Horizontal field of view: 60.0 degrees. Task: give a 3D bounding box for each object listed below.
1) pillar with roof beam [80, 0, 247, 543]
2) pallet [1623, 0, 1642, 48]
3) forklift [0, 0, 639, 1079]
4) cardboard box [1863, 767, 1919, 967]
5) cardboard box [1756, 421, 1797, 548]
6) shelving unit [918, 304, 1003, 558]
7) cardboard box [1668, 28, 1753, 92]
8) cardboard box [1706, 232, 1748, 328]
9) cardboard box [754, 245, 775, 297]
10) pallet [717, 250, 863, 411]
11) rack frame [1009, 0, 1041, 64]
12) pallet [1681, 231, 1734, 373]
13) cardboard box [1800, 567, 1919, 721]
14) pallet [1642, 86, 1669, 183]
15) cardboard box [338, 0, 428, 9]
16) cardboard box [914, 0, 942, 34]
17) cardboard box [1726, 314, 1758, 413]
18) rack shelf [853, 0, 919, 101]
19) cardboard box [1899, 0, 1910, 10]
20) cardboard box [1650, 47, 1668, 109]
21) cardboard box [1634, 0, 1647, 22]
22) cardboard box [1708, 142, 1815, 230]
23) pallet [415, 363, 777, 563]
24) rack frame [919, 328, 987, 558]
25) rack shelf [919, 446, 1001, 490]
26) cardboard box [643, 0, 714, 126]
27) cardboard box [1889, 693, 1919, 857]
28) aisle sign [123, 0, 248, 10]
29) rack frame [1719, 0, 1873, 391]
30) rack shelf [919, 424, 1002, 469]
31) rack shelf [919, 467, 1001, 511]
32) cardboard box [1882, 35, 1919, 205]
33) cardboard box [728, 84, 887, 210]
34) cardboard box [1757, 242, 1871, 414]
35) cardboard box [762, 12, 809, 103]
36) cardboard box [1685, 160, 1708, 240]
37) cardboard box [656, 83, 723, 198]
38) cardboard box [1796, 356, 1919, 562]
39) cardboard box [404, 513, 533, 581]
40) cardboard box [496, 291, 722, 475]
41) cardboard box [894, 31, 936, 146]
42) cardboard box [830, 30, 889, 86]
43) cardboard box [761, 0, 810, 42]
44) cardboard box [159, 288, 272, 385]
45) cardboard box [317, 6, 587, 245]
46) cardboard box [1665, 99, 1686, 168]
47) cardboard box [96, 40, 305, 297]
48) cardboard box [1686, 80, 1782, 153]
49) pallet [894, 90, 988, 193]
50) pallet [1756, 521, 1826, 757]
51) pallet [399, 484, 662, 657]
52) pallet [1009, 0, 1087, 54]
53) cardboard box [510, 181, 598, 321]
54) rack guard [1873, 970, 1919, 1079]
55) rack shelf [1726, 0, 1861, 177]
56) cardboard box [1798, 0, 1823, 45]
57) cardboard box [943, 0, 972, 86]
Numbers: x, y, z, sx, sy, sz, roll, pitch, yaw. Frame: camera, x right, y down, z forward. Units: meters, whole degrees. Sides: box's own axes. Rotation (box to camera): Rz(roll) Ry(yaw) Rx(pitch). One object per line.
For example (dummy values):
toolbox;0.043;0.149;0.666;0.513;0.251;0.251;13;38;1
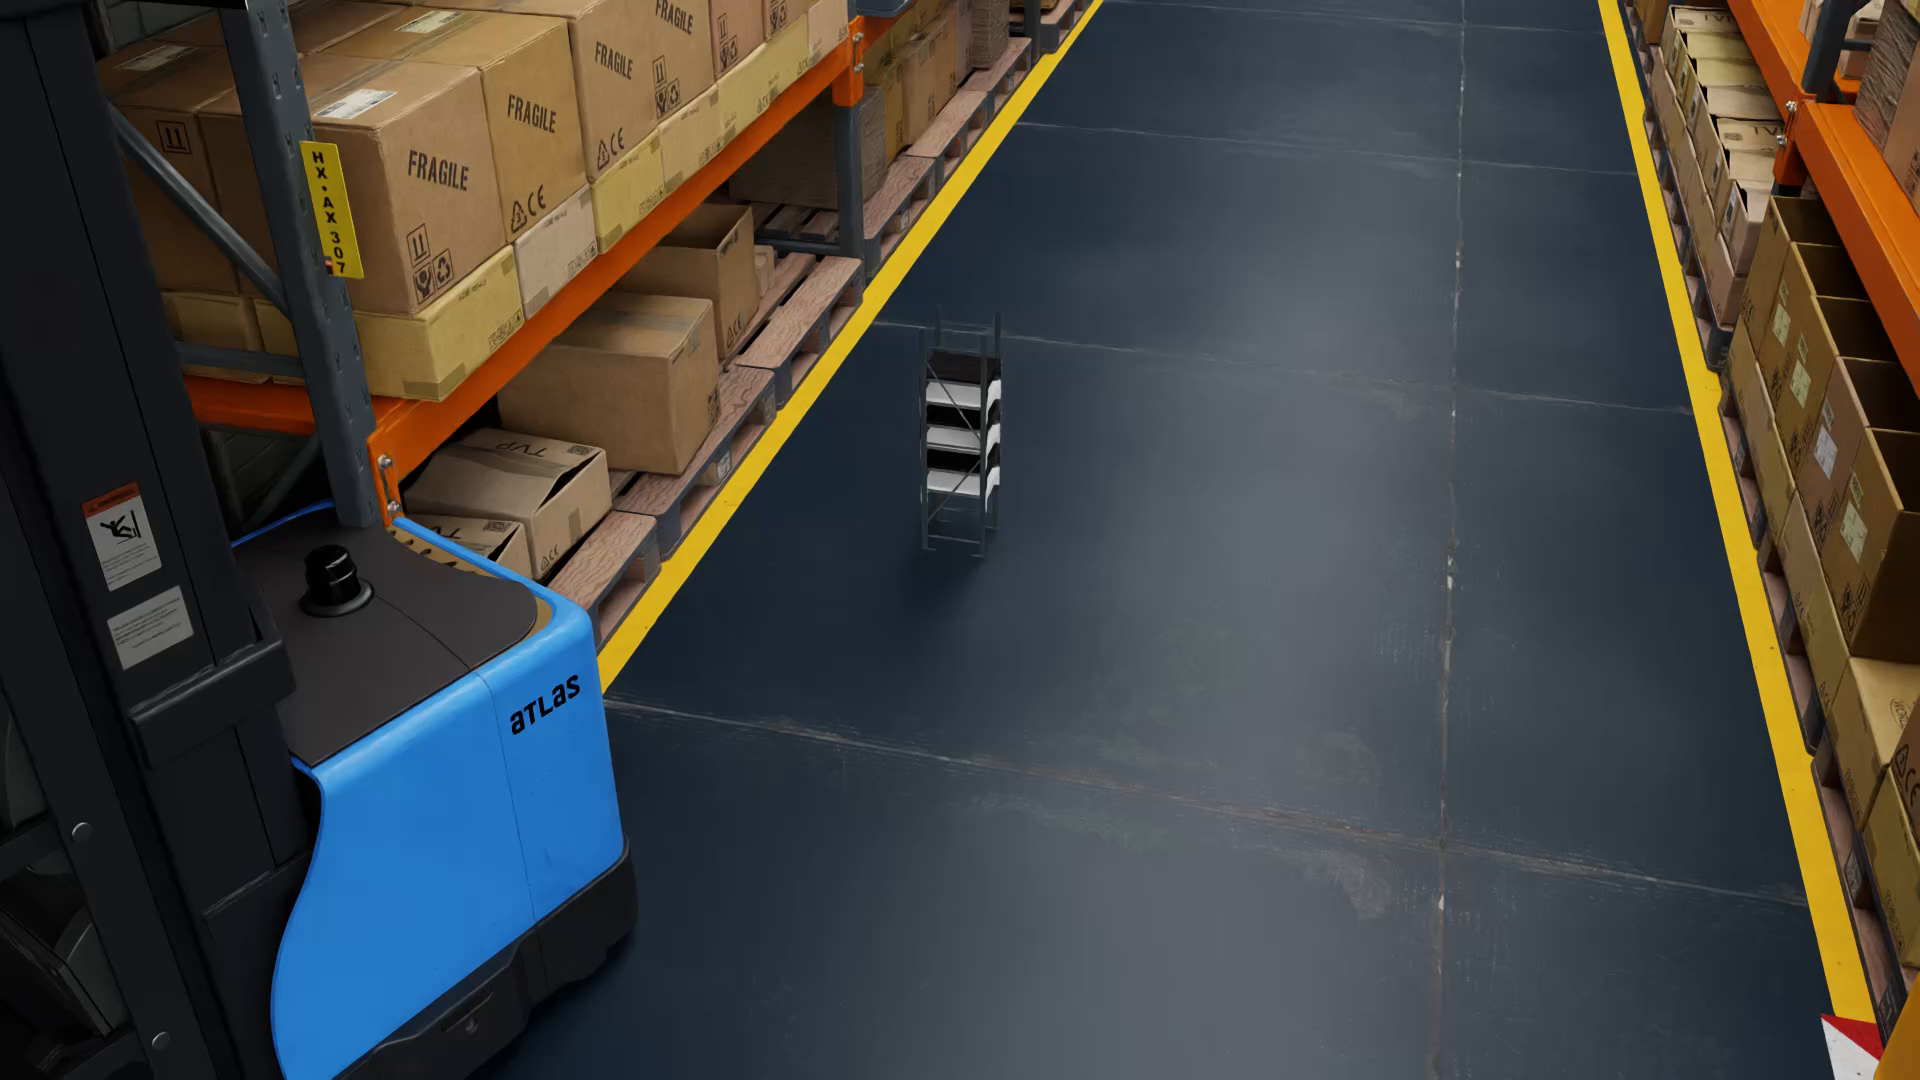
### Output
pillar with roof beam;1.526;-2.895;2.417;9.100;9.000;0.400;8;33;12
pallet;5.382;-3.784;12.006;1.003;0.211;1.213;8;33;12
forklift;-2.155;0.314;3.024;1.130;2.935;3.031;22;38;30
cardboard box;2.664;0.868;4.260;0.500;0.250;0.500;8;33;12
cardboard box;3.154;-0.172;5.896;0.500;0.250;0.500;8;33;12
shelving unit;0.002;-0.384;6.015;0.258;0.900;0.210;8;33;12
cardboard box;4.302;-2.696;9.343;0.500;0.311;0.500;7;33;11
cardboard box;3.654;-1.143;7.424;0.500;0.250;0.500;8;33;12
cardboard box;-1.070;-1.253;7.655;0.380;0.166;0.250;4;33;6
pallet;-1.100;-1.014;7.649;1.003;0.211;1.213;8;33;12
rack frame;0.052;-4.620;10.722;1.000;3.000;0.127;8;33;12
pallet;3.978;-1.083;7.757;1.003;0.211;1.213;8;33;12
cardboard box;2.905;0.348;5.079;0.500;0.250;0.500;8;33;12
pallet;4.597;-2.349;9.748;1.003;0.211;1.213;8;33;12
cardboard box;-1.800;-1.533;5.287;0.500;0.500;0.500;7;33;11
cardboard box;-0.412;-3.132;9.601;0.500;0.250;0.500;8;33;12
cardboard box;3.418;-0.689;6.710;0.500;0.250;0.500;8;33;12
rack shelf;-0.456;-3.279;9.282;1.077;0.370;4.000;8;33;12
cardboard box;3.510;-1.945;5.815;0.380;0.149;0.250;8;33;13
cardboard box;4.427;-2.733;9.924;0.500;0.250;0.500;8;33;12
cardboard box;4.986;-3.864;11.452;0.500;0.500;0.500;7;33;11
cardboard box;3.780;-1.646;7.691;0.500;0.311;0.500;9;34;14
pallet;-1.407;-0.379;6.650;1.003;0.211;1.213;8;33;12
rack frame;-0.024;-0.331;5.932;0.240;0.900;0.006;8;33;12
rack shelf;0.002;-0.280;6.081;0.258;0.077;0.200;8;33;12
cardboard box;-1.175;-1.729;5.596;0.500;0.500;0.500;9;34;14
cardboard box;2.662;0.552;4.059;0.500;0.500;0.500;8;33;12
aisle sign;-1.707;-1.488;3.371;0.394;0.787;0.004;8;33;12
rack frame;3.829;-1.872;6.399;1.000;3.000;0.127;8;33;12
rack shelf;0.002;-0.356;6.033;0.258;0.077;0.200;8;33;12
rack shelf;0.002;-0.204;6.130;0.258;0.077;0.200;8;33;12
cardboard box;3.595;-1.408;5.576;0.700;0.500;0.500;8;33;12
cardboard box;-0.793;-2.059;8.614;0.700;0.500;0.500;9;34;14
cardboard box;3.289;-0.747;6.101;0.500;0.500;0.500;8;33;12
cardboard box;-0.925;-1.945;6.635;0.500;0.250;0.500;8;33;13
cardboard box;3.913;-1.671;8.254;0.500;0.250;0.500;9;33;13
cardboard box;-1.164;-1.421;5.810;0.500;0.250;0.500;8;33;13
cardboard box;3.030;-0.229;5.286;0.500;0.500;0.500;8;33;12
cardboard box;-1.716;0.133;5.340;0.500;0.311;0.500;4;33;7
cardboard box;-1.337;-0.616;6.343;0.700;0.500;0.500;6;33;9
cardboard box;-0.542;-2.594;9.454;0.700;0.500;0.500;8;33;13
cardboard box;-0.684;-2.605;8.773;0.500;0.250;0.500;7;33;11
cardboard box;-0.905;-2.259;6.429;0.500;0.500;0.500;8;33;12
cardboard box;-2.048;-0.683;4.649;0.500;0.250;0.500;8;33;13
cardboard box;-1.432;-1.192;4.752;0.500;0.500;0.500;8;33;13
cardboard box;4.174;-2.201;9.088;0.500;0.250;0.500;7;33;11
cardboard box;-2.065;-1.004;4.455;0.500;0.500;0.500;8;33;12
cardboard box;4.040;-2.164;8.508;0.500;0.311;0.500;8;33;12
pallet;-0.460;-2.407;9.839;1.003;0.211;1.213;8;33;12
pallet;3.279;0.347;5.508;1.003;0.211;1.213;8;33;12
pallet;-1.719;0.252;5.657;1.003;0.211;1.213;8;33;12
pallet;0.325;-3.842;12.097;1.003;0.211;1.213;8;33;12
cardboard box;-1.430;-0.895;4.984;0.500;0.250;0.500;7;33;11
rack guard;2.808;1.271;3.785;1.175;0.500;0.348;8;33;12
rack shelf;4.337;-2.606;8.224;1.077;0.370;4.000;8;33;12
cardboard box;3.874;-2.297;7.192;0.396;0.266;0.258;7;33;11
cardboard box;-0.324;-3.119;10.280;0.700;0.500;0.500;8;33;12
